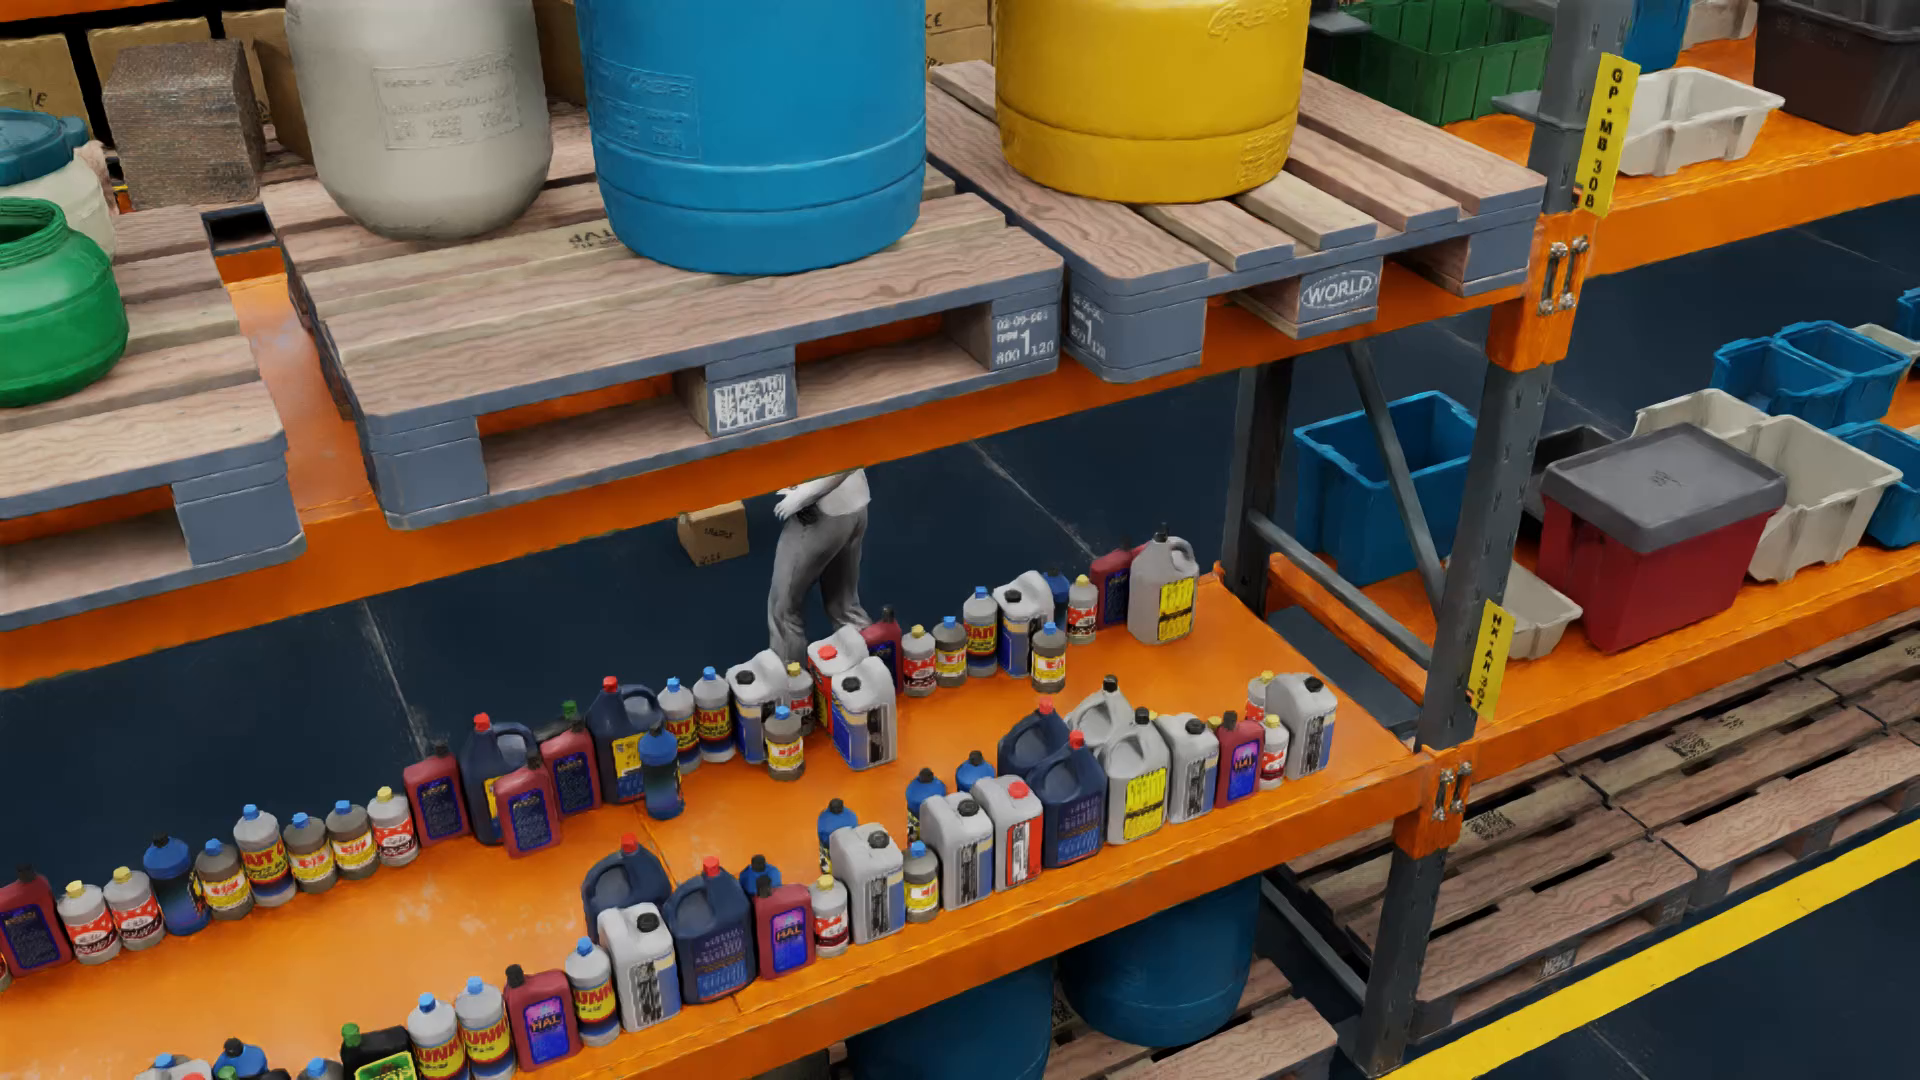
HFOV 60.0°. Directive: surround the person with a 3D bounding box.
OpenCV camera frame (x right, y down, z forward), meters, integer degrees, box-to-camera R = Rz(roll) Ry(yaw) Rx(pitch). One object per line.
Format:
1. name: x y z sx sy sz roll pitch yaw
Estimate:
1. person: -0.496 -0.062 6.295 0.649 1.680 0.747 9 34 13
